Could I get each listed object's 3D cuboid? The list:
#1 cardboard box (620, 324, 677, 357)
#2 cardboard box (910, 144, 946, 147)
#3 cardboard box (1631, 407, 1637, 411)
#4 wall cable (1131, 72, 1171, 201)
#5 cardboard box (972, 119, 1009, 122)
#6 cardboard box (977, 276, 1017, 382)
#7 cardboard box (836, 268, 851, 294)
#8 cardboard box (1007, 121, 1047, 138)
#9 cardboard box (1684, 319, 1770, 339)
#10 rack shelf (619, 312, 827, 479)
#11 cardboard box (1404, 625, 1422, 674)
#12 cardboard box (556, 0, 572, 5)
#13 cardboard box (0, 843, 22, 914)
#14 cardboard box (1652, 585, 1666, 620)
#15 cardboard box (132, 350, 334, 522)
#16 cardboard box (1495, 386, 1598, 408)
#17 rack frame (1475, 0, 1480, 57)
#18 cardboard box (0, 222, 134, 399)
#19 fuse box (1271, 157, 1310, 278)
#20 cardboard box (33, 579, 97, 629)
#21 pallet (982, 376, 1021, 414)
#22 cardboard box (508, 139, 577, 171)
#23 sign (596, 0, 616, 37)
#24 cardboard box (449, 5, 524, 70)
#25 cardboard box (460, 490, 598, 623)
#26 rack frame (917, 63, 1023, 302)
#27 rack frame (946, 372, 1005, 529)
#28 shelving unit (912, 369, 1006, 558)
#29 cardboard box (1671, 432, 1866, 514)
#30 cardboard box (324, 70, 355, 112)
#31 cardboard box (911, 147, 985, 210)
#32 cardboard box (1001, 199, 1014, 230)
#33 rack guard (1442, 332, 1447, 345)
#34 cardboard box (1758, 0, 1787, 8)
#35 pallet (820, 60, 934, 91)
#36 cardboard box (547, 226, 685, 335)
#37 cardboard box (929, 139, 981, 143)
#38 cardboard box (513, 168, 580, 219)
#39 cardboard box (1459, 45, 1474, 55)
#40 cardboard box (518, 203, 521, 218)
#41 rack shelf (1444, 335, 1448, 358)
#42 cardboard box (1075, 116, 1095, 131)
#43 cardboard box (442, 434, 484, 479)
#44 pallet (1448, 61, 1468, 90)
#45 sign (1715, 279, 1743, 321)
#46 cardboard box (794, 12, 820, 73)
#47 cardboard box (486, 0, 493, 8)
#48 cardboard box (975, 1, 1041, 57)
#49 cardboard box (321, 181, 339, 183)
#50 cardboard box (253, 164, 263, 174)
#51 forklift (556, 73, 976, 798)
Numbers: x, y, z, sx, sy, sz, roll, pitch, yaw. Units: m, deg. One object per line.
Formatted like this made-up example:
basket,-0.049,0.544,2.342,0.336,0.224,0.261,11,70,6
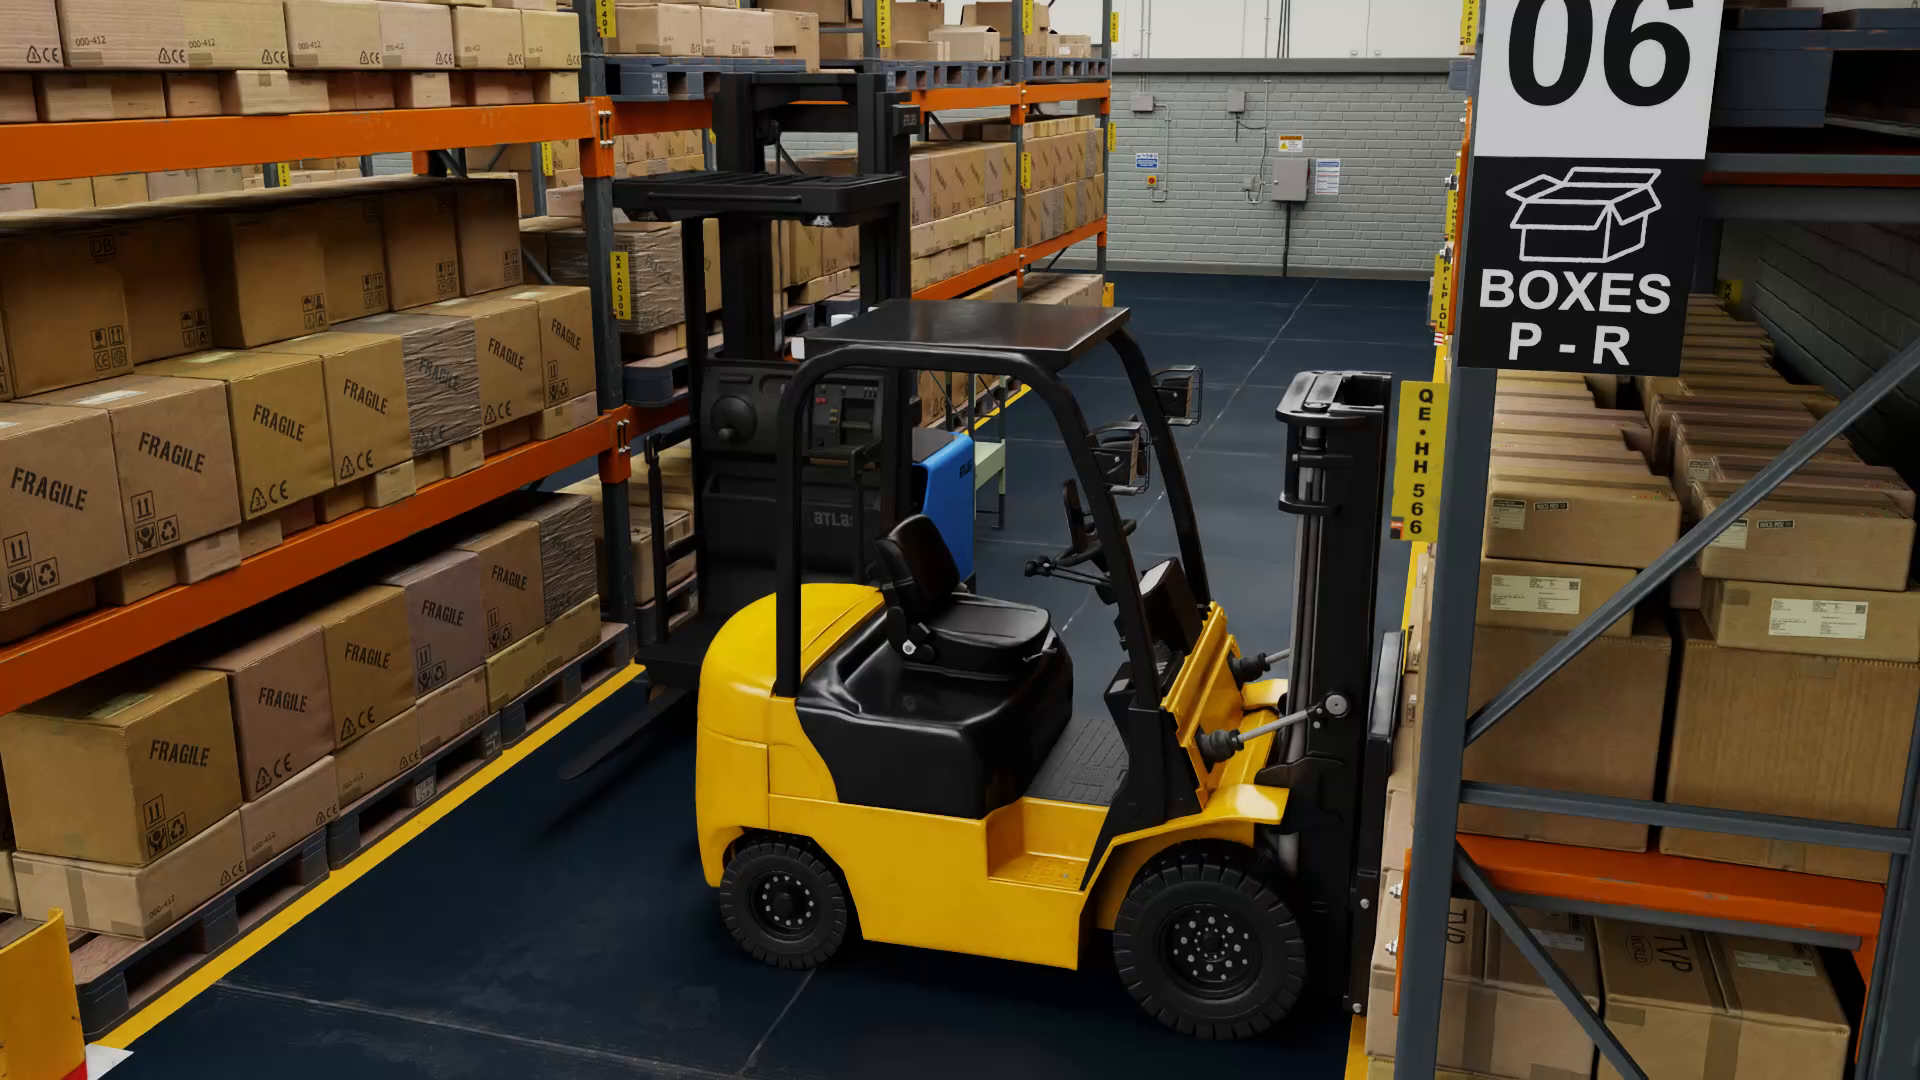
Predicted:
cardboard box,-1.726,-1.069,8.794,0.380,0.149,0.250,5,17,17
cardboard box,-0.431,-3.262,14.818,0.500,0.500,0.500,5,16,16
cardboard box,2.292,-0.337,5.149,0.380,0.149,0.250,4,16,14
wall cable,2.804,-5.989,24.526,0.585,1.953,0.123,5,16,16
cardboard box,0.294,-4.237,17.067,0.380,0.149,0.250,4,16,15
cardboard box,-0.012,-1.973,15.411,0.875,0.875,0.875,5,17,18
cardboard box,-0.952,-1.747,11.181,0.380,0.149,0.250,4,16,15
cardboard box,0.645,-4.064,16.455,0.380,0.149,0.250,5,16,15
cardboard box,2.589,-0.678,5.804,0.380,0.149,0.250,4,16,15
rack shelf,-1.618,-1.045,10.336,1.077,0.370,4.000,5,16,16
cardboard box,1.851,0.522,5.930,0.500,0.250,0.500,5,17,18
cardboard box,-2.143,-2.843,8.448,0.500,0.250,0.500,5,17,17
cardboard box,-3.344,1.060,5.863,0.500,0.250,0.500,5,16,16
cardboard box,1.971,0.268,4.204,0.500,0.500,0.500,5,17,18
cardboard box,-2.634,-0.385,5.960,0.500,0.500,0.500,4,16,15
cardboard box,1.536,-0.325,4.560,0.380,0.149,0.250,5,17,17
rack frame,2.574,-3.370,6.221,1.000,3.000,0.127,5,16,16
cardboard box,-3.236,-0.776,5.509,0.700,0.500,0.500,5,17,16
fuse box,4.777,-4.664,24.136,0.539,1.711,0.414,5,16,16
cardboard box,-2.970,0.159,5.232,0.380,0.149,0.250,5,17,17
pallet,-0.059,-1.412,15.421,1.003,0.211,1.213,5,16,16
cardboard box,-4.325,-4.090,17.191,0.500,0.500,0.500,5,17,17
sign,-1.663,-2.520,7.772,0.100,0.325,0.005,5,16,16
cardboard box,-2.196,-2.114,7.017,0.500,0.250,0.500,4,16,15
cardboard box,-2.097,0.067,7.990,0.500,0.500,0.500,4,16,15
rack frame,0.088,-2.961,15.772,1.000,3.000,0.127,5,16,16
rack frame,0.102,-0.816,10.956,0.400,1.500,0.023,5,16,16
shelving unit,-0.002,-0.720,10.619,0.431,1.500,0.755,5,16,16
cardboard box,1.906,-0.148,3.938,0.380,0.149,0.250,5,17,17
cardboard box,-2.514,-1.687,6.244,0.380,0.149,0.250,4,16,15
cardboard box,-0.101,-3.087,14.200,0.500,0.500,0.500,5,17,18
cardboard box,0.195,-2.995,15.252,0.500,0.250,0.500,5,16,16
rack guard,5.963,-2.401,18.379,1.175,0.500,0.348,5,16,16
cardboard box,1.717,-1.574,4.249,0.700,0.500,0.500,5,17,16
pallet,-0.917,-3.439,12.308,1.213,0.211,1.003,5,17,18
cardboard box,-1.778,-1.362,8.636,0.500,0.500,0.500,5,17,17
cardboard box,-0.043,-3.635,16.133,0.500,0.500,0.500,4,16,15
cardboard box,-4.305,-3.620,17.366,0.500,0.500,0.500,4,16,15
cardboard box,4.143,-3.904,13.106,0.380,0.149,0.250,5,17,17
cardboard box,-4.610,-3.281,16.589,0.380,0.149,0.250,4,16,15
rack shelf,4.279,-1.708,12.672,1.077,0.370,4.000,5,16,16
cardboard box,1.273,-4.597,18.336,0.380,0.149,0.250,4,16,15
cardboard box,-2.271,-0.374,7.110,0.380,0.149,0.250,4,16,15
pallet,4.303,-3.493,12.495,1.213,0.211,1.003,5,16,16
sign,3.107,-0.896,6.760,0.100,0.325,0.005,5,16,16
cardboard box,-1.328,-3.159,10.788,0.700,0.500,0.500,5,16,16
cardboard box,-2.227,-2.339,7.081,0.380,0.149,0.250,5,17,17
cardboard box,0.456,-4.840,15.764,0.500,0.500,0.500,5,17,17
cardboard box,-5.680,-3.209,15.248,0.380,0.149,0.250,5,17,18
cardboard box,-8.956,-4.836,20.739,0.500,0.500,0.500,4,16,14
forklift,-0.844,-0.611,7.611,1.130,2.935,3.031,5,17,17
